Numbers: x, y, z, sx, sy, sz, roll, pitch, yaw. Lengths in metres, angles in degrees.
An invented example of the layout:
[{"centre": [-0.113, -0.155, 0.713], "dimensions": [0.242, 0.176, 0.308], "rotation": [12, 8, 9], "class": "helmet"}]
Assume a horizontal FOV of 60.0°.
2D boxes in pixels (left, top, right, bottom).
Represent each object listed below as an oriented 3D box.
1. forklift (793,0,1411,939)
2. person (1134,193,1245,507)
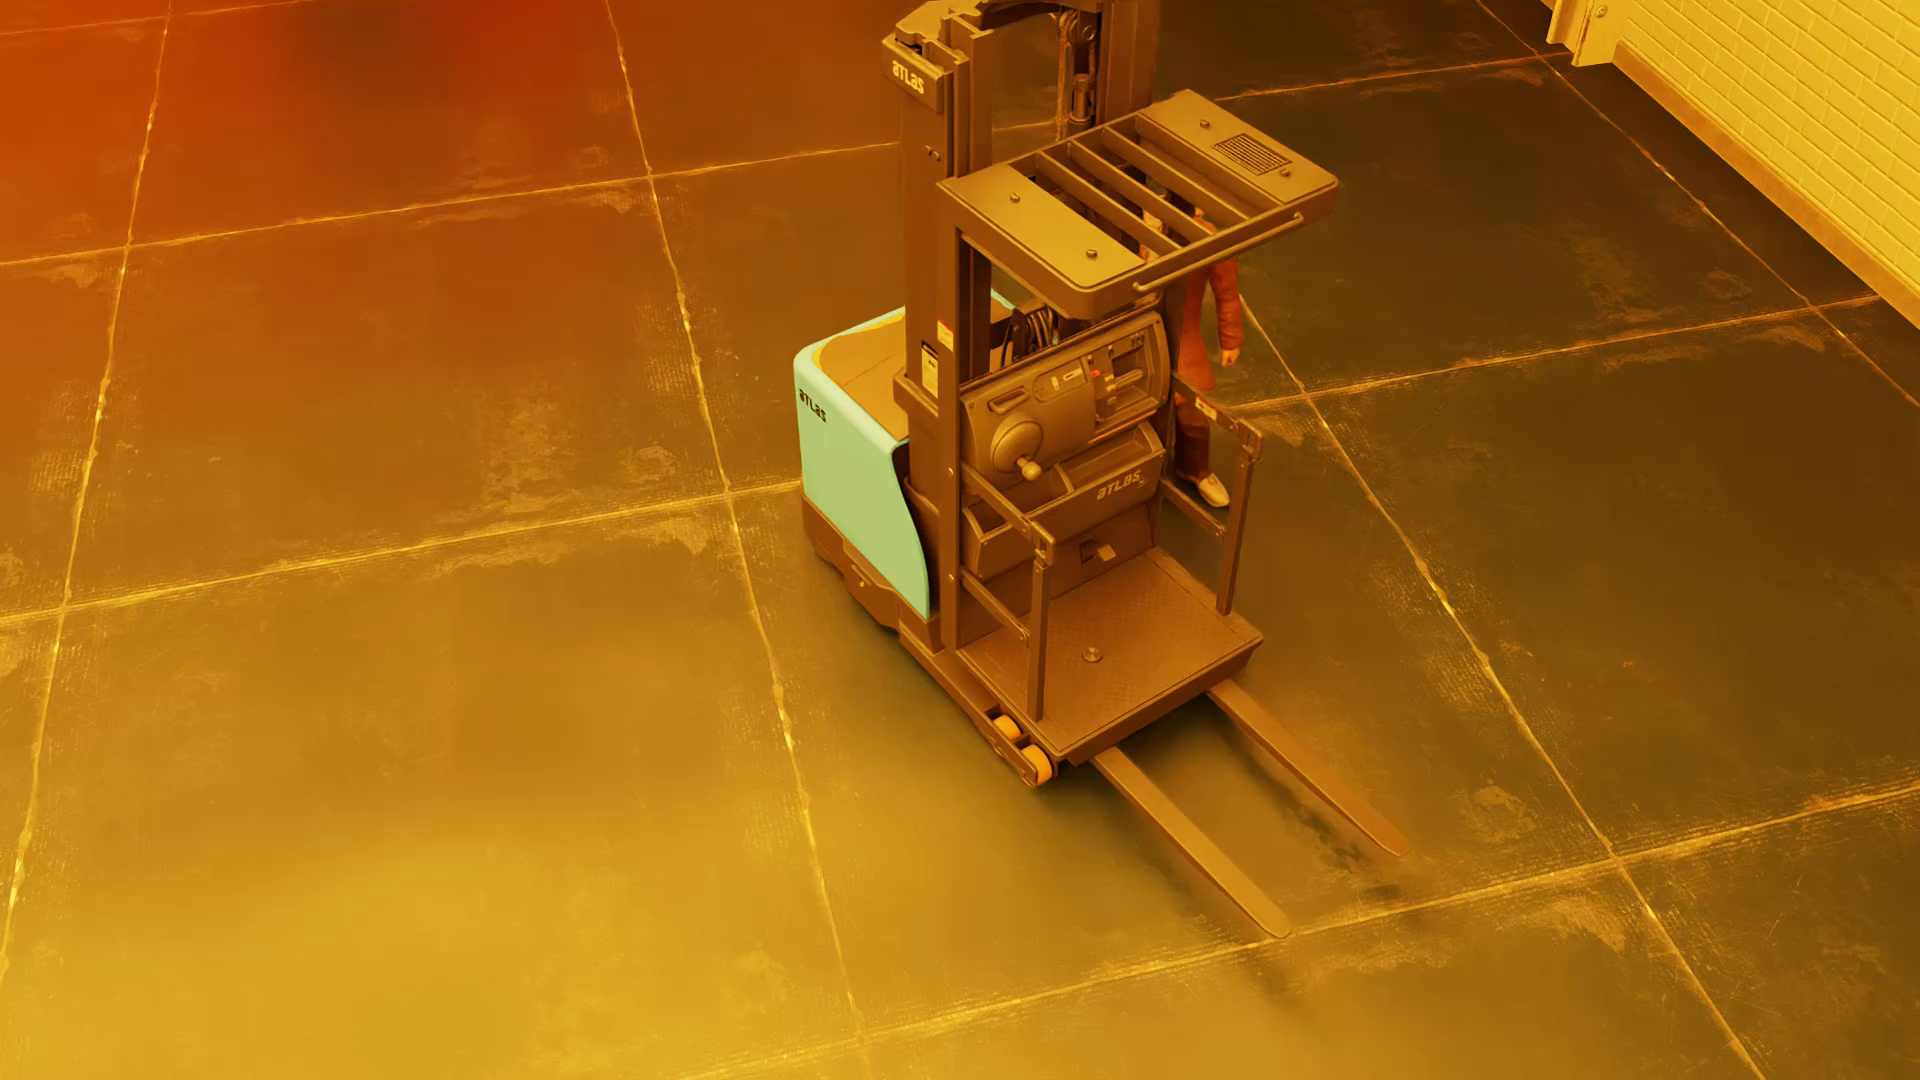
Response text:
[{"centre": [0.539, -0.454, 6.126], "dimensions": [1.130, 2.935, 3.031], "rotation": [-26, 49, -25], "class": "forklift"}, {"centre": [0.900, -0.953, 7.569], "dimensions": [0.931, 1.752, 0.529], "rotation": [17, 46, 18], "class": "person"}]
